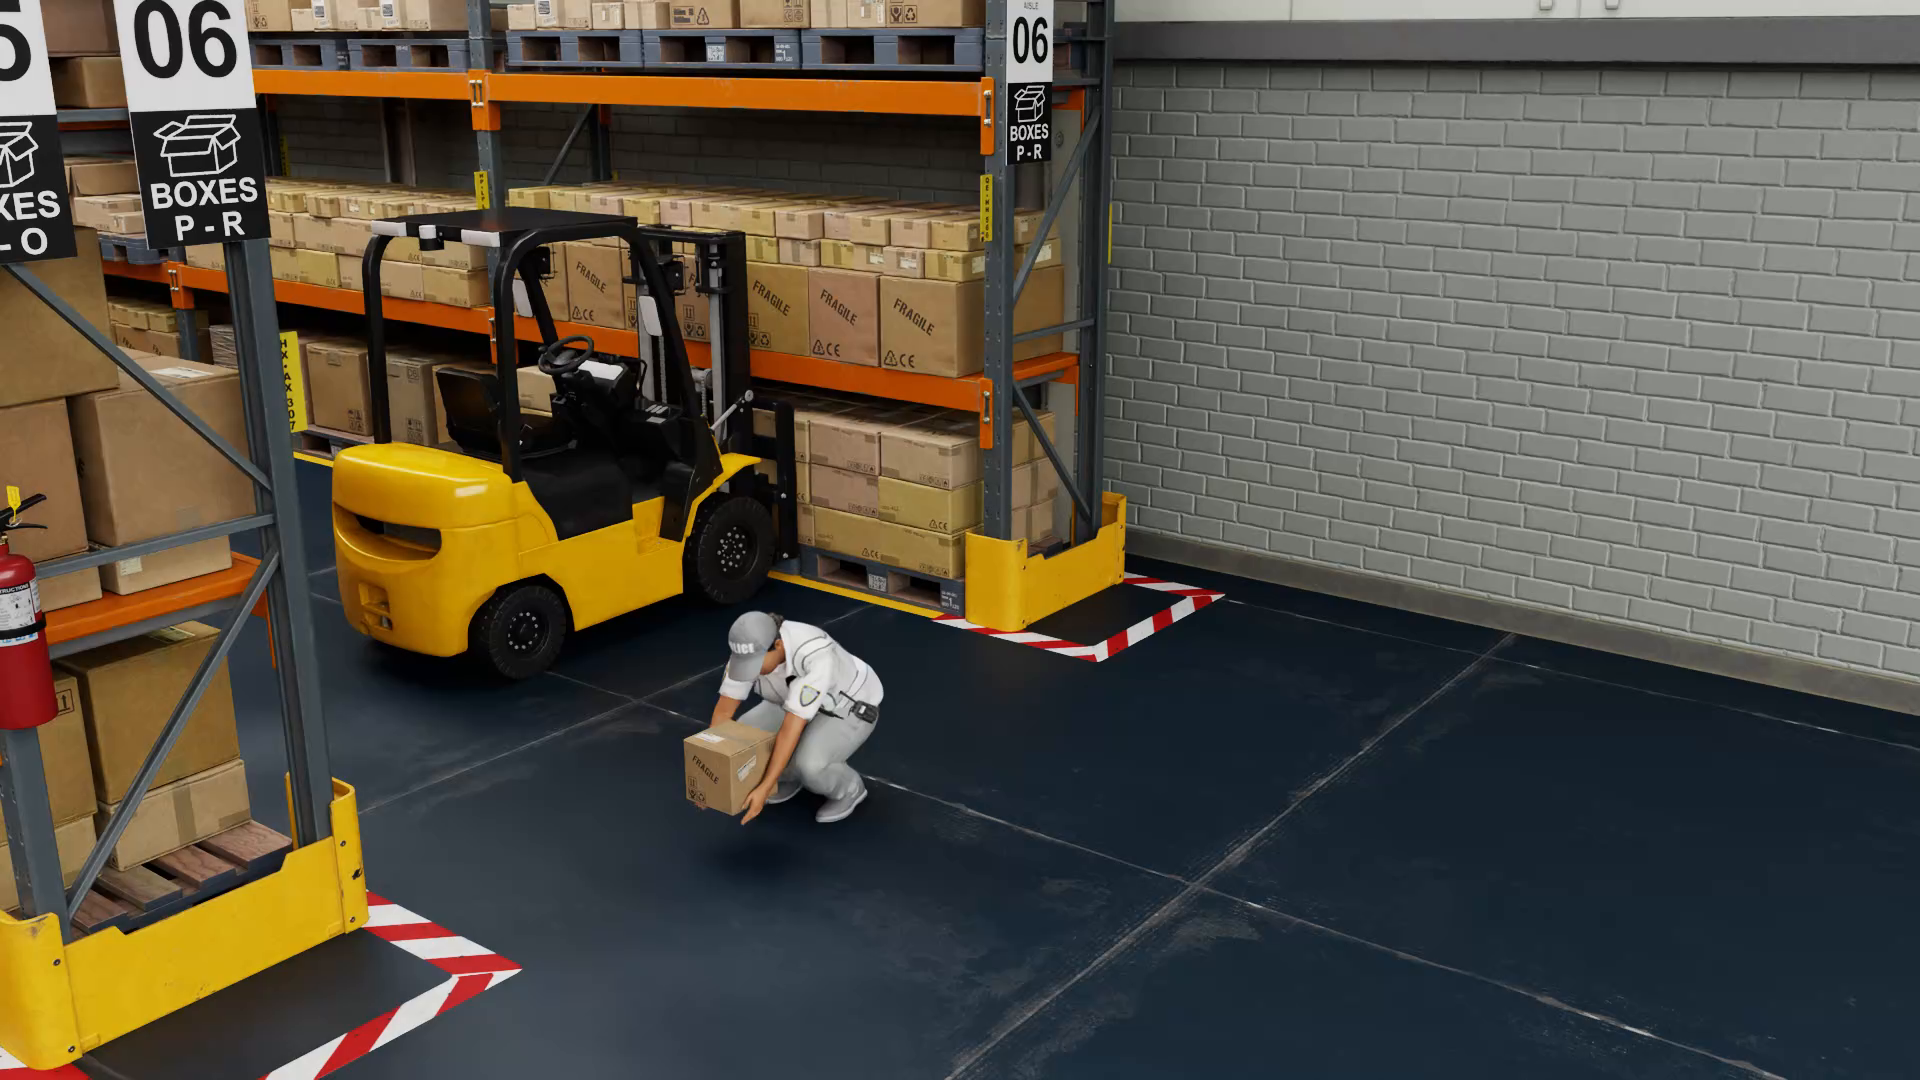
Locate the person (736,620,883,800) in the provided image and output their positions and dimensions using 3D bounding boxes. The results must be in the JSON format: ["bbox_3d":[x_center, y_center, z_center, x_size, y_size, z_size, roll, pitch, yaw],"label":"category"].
[{"bbox_3d":[-0.594,0.656,6.724,0.522,0.812,0.600,12,20,34],"label":"person"}]
